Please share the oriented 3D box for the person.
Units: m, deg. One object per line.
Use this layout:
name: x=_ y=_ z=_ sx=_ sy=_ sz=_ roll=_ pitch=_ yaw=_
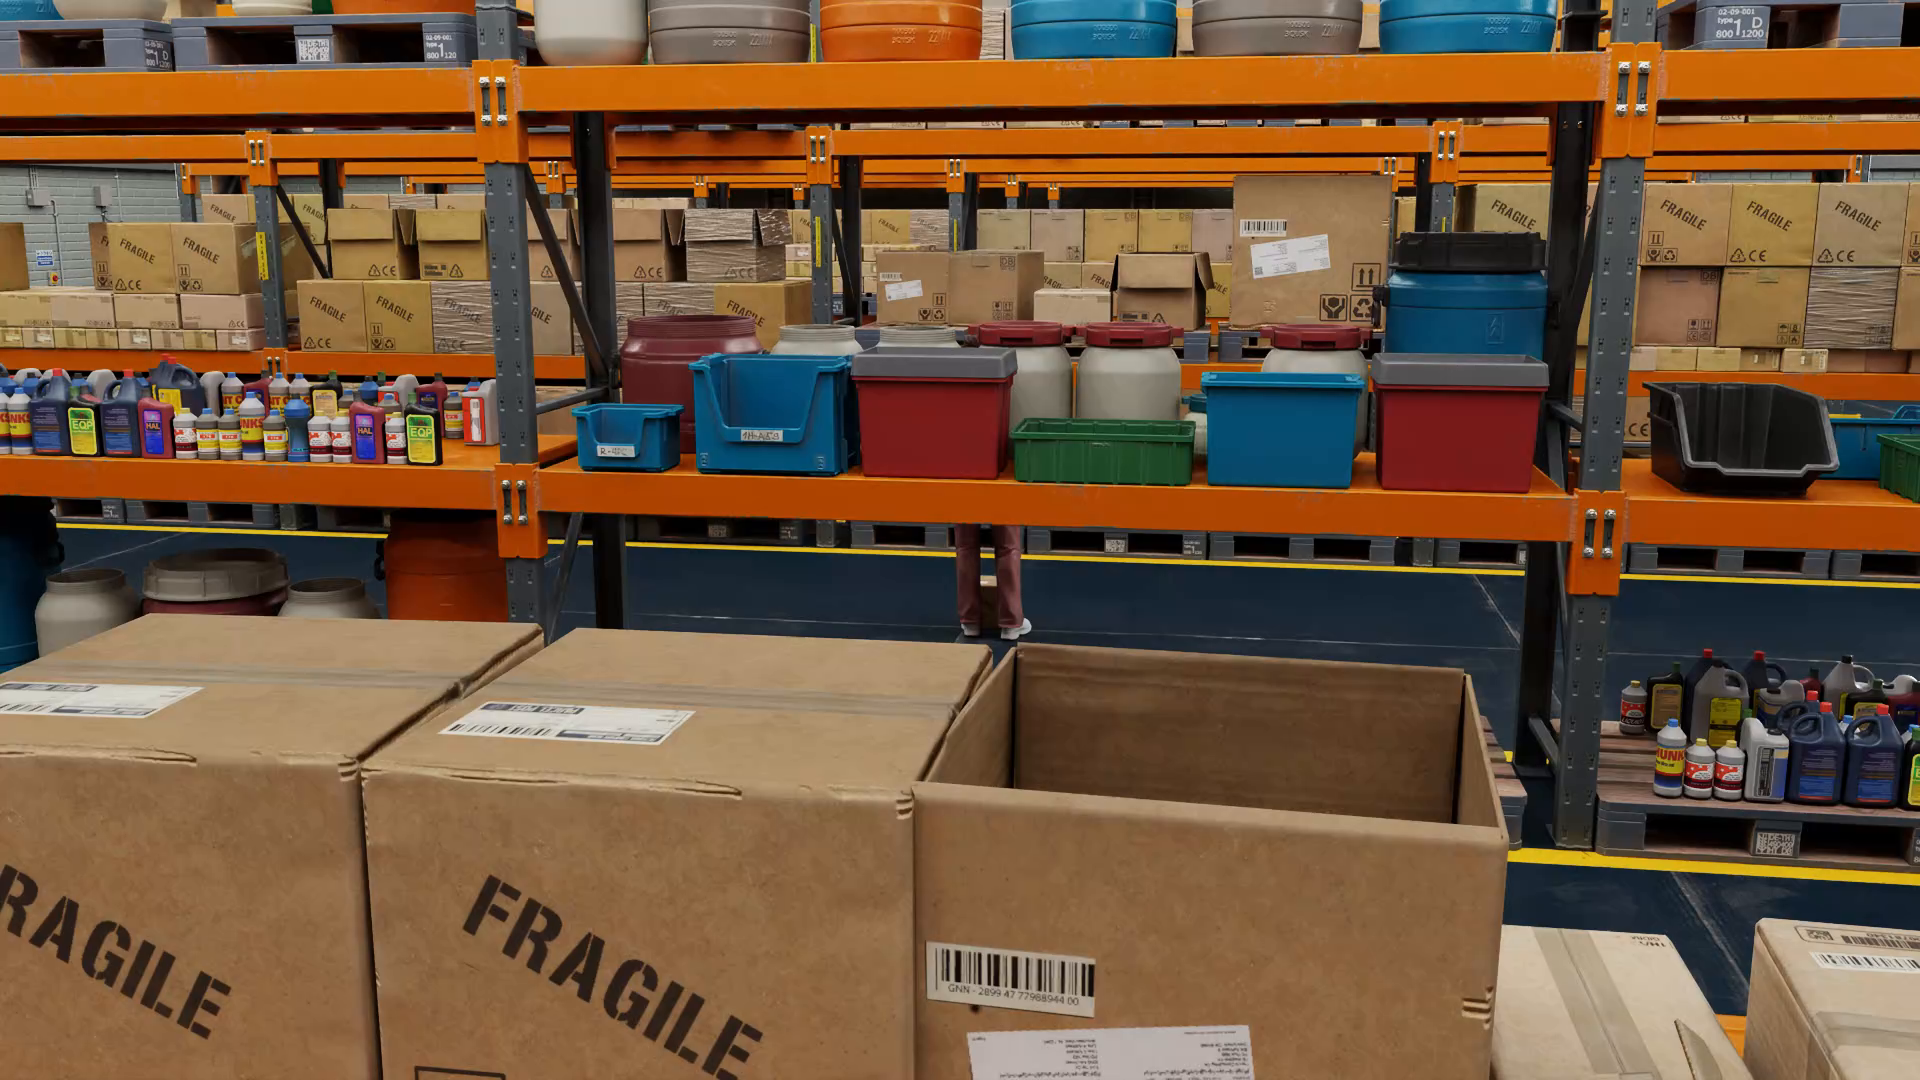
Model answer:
person: x=0.127 y=-0.305 z=8.987 sx=0.521 sy=1.672 sz=0.412 roll=1 pitch=11 yaw=6
